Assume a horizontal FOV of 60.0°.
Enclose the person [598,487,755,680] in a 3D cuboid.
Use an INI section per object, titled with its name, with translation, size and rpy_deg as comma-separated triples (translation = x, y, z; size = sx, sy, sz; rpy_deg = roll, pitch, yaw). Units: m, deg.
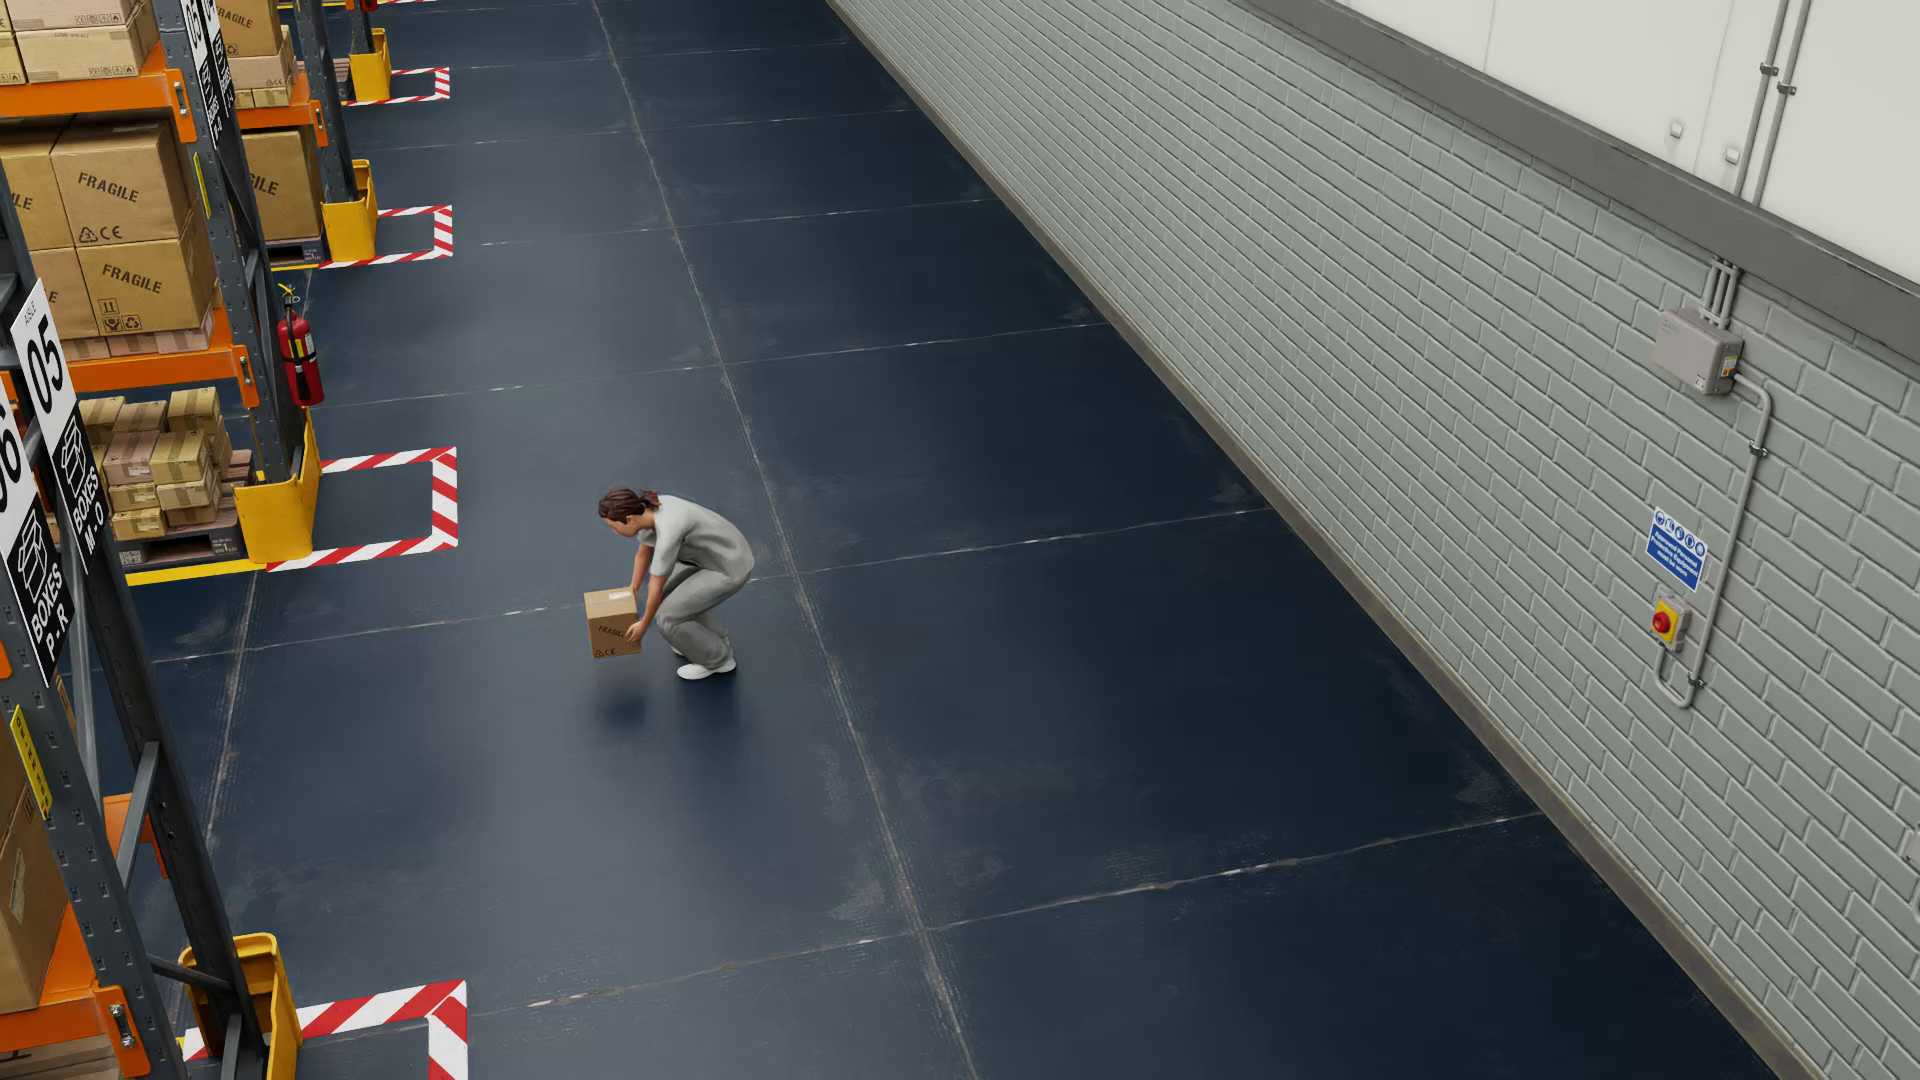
[person]
translation = -1.418, 0.185, 8.476
size = 0.747, 1.116, 0.496
rpy_deg = -8, 31, -13
